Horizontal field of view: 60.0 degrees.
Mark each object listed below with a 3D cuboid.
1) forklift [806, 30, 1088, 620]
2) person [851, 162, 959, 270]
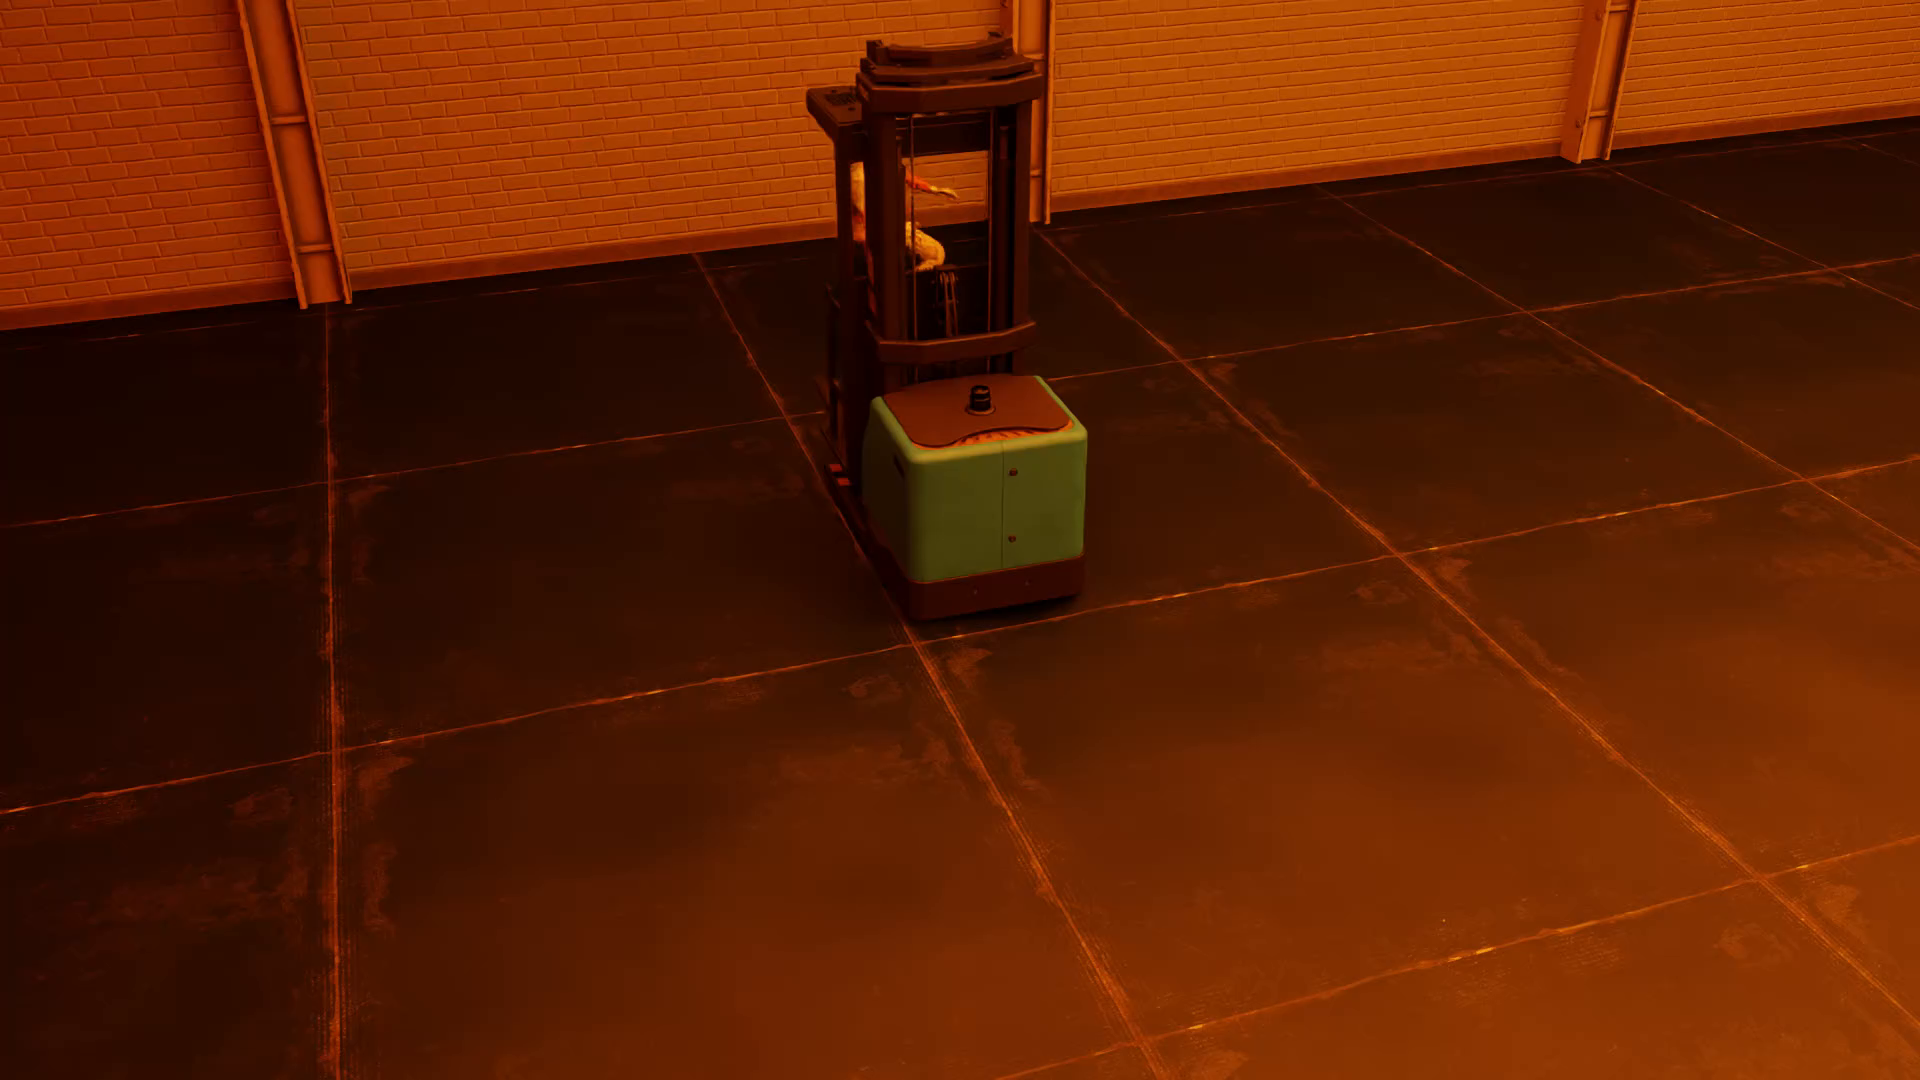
[{"bbox_3d":[-0.234,-1.552,9.785,1.130,2.935,3.031,-9,31,-15],"label":"forklift"},{"bbox_3d":[-0.430,-2.294,12.400,0.773,1.541,0.960,17,34,26],"label":"person"}]
